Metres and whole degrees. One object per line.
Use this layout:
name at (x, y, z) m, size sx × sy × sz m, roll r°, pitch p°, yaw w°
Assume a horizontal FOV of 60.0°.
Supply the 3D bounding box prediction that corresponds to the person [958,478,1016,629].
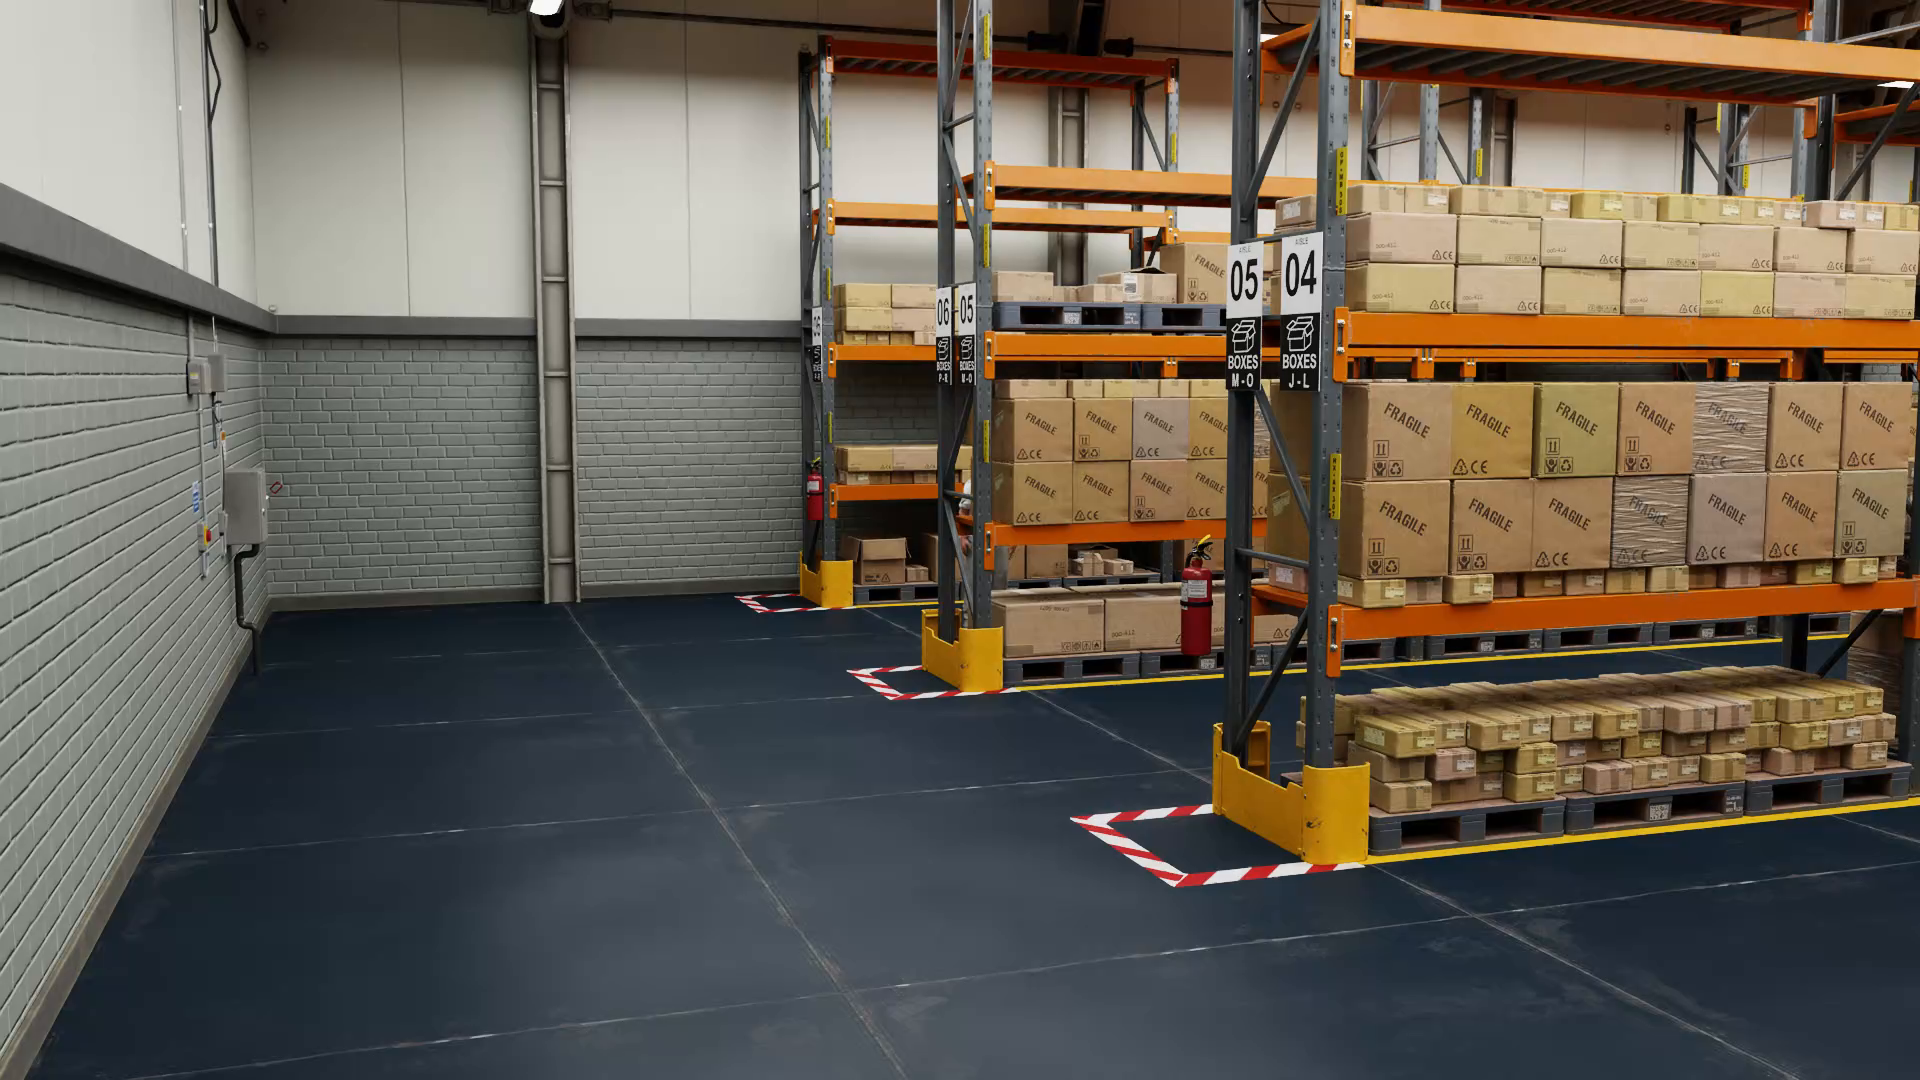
person at (0.270, -0.002, 16.308) m, size 0.587 × 1.748 × 0.467 m, roll -2°, pitch 6°, yaw -18°
